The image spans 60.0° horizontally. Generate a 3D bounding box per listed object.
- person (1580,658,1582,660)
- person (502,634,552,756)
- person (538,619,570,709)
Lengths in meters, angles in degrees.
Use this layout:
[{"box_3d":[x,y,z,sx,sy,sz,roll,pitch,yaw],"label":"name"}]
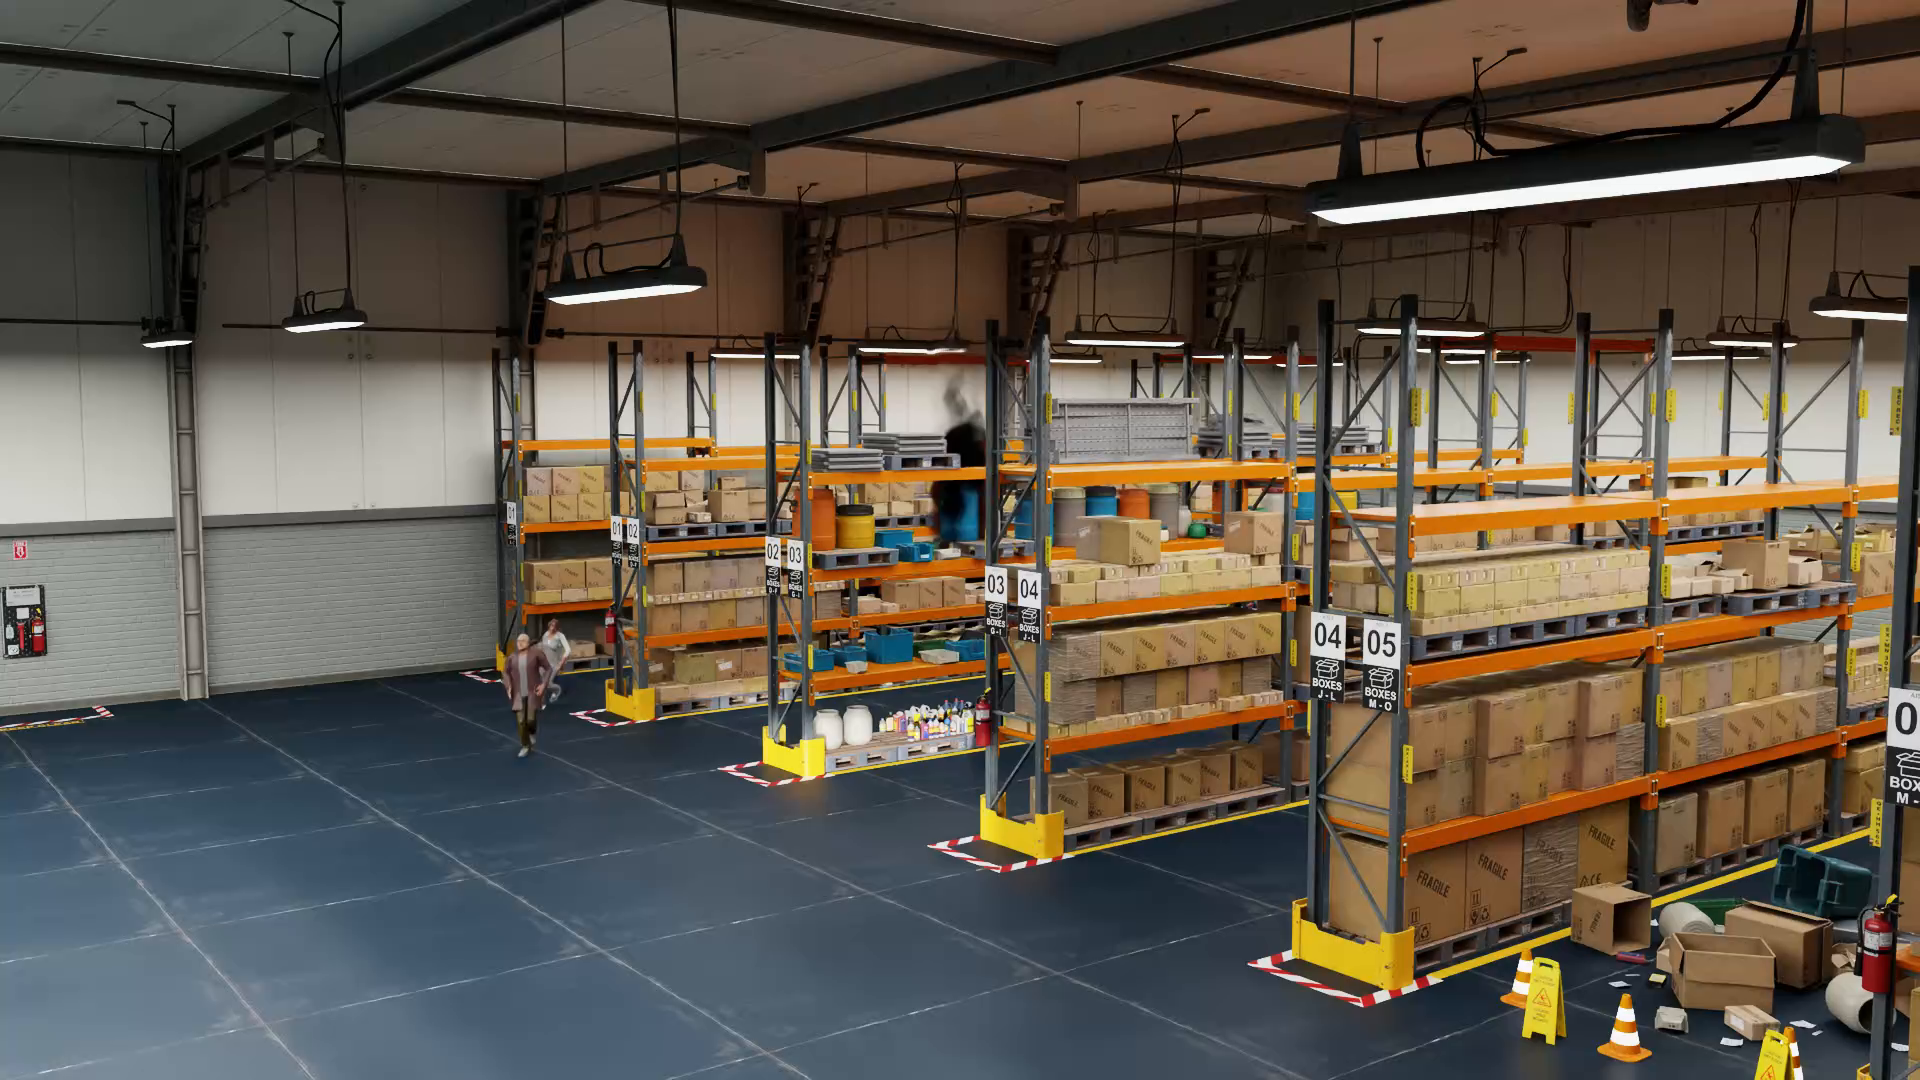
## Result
[{"box_3d":[8.452,2.325,22.735,0.791,1.744,0.605,-4,6,-37],"label":"person"},{"box_3d":[-6.225,2.210,23.860,0.705,1.745,0.602,0,5,-2],"label":"person"},{"box_3d":[-6.640,2.037,27.258,0.604,1.537,0.572,2,5,20],"label":"person"}]
